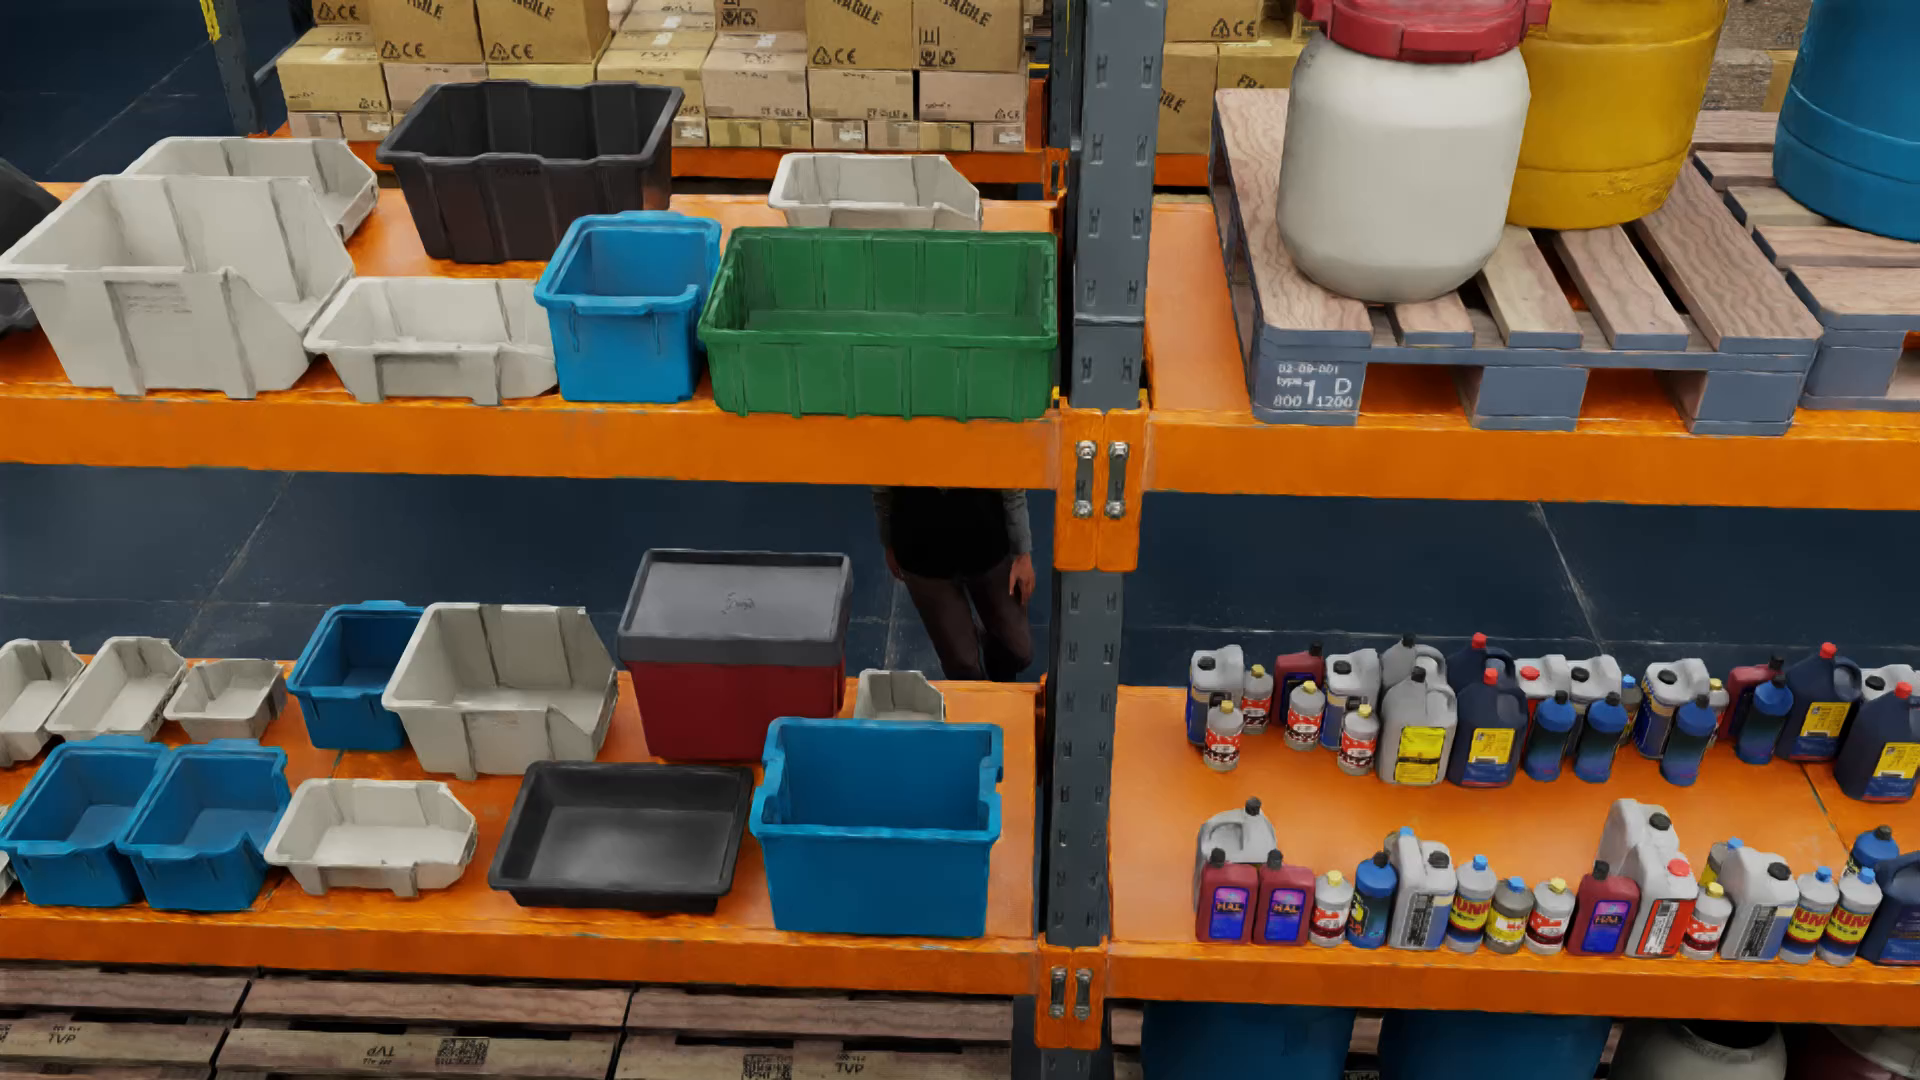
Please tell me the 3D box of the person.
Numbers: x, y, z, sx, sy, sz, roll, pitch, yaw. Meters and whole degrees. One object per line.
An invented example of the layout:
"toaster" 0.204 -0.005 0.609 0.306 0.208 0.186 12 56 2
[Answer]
"person" -0.021 0.076 6.101 0.580 1.681 0.636 -4 36 -6
